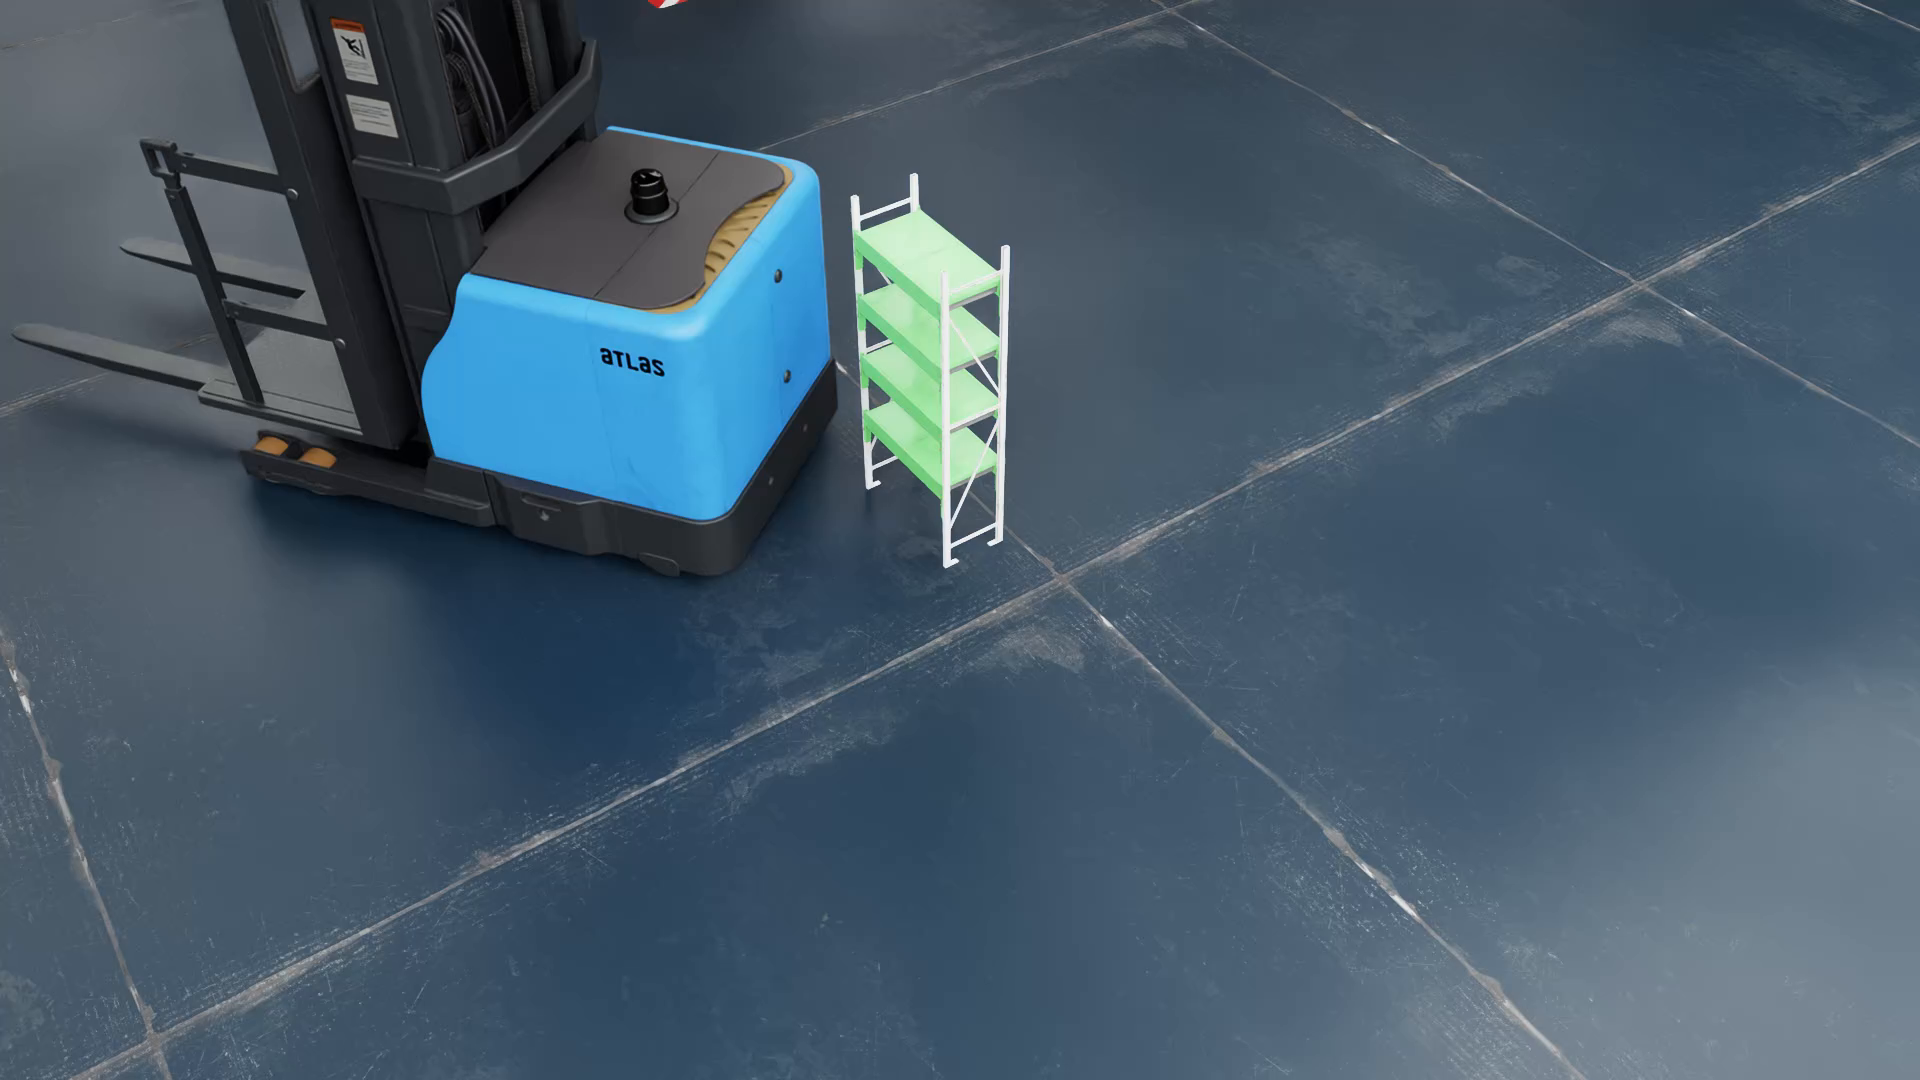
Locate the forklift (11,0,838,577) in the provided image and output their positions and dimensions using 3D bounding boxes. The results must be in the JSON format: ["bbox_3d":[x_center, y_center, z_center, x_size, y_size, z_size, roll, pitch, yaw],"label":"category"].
[{"bbox_3d":[-2.026,-1.551,5.252,3.031,2.935,1.130,13,45,14],"label":"forklift"}]

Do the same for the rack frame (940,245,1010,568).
[{"bbox_3d":[0.045,-0.390,5.289,0.240,1.200,0.015,-26,49,-24],"label":"rack frame"}]

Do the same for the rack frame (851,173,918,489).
[{"bbox_3d":[-0.234,-0.666,5.579,0.240,1.200,0.015,-26,49,-24],"label":"rack frame"}]

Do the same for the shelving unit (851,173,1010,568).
[{"bbox_3d":[-0.095,-0.528,5.434,0.258,1.200,0.503,-26,49,-24],"label":"shelving unit"}]

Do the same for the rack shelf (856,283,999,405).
[{"bbox_3d":[-0.095,-0.655,5.312,0.258,0.148,0.480,-26,49,-24],"label":"rack shelf"}]

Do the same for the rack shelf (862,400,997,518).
[{"bbox_3d":[-0.095,-0.308,5.644,0.258,0.148,0.480,-26,49,-24],"label":"rack shelf"}]

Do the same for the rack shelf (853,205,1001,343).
[{"bbox_3d":[-0.095,-0.829,5.147,0.258,0.148,0.480,-26,49,-24],"label":"rack shelf"}]

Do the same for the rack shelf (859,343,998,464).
[{"bbox_3d":[-0.095,-0.482,5.478,0.258,0.148,0.480,-26,49,-24],"label":"rack shelf"}]
